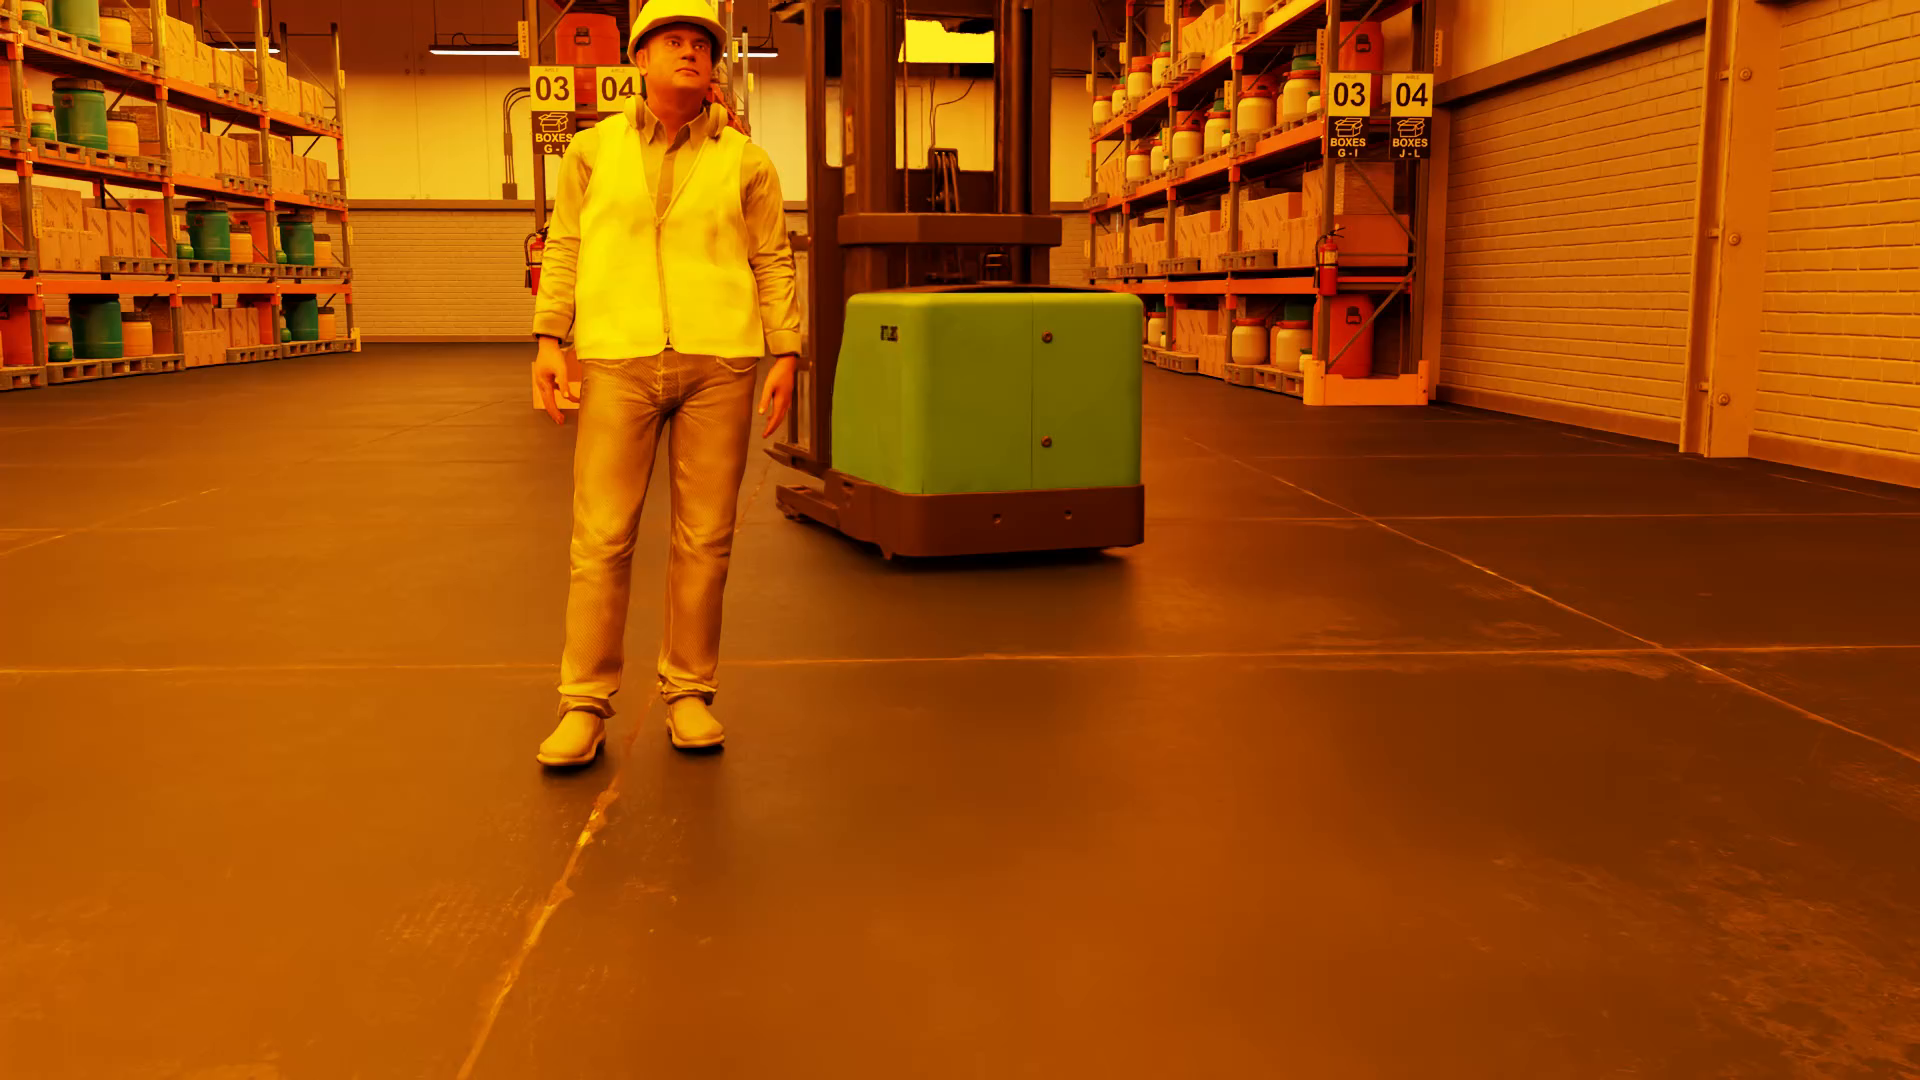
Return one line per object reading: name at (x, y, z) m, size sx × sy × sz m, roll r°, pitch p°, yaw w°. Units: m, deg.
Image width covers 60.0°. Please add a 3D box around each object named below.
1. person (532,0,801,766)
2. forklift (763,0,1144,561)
person at (-0.686, -0.399, 3.907) m, size 0.634 × 1.776 × 0.565 m, roll -1°, pitch 9°, yaw -10°
forklift at (-0.242, -1.544, 7.727) m, size 1.130 × 2.935 × 3.031 m, roll -3°, pitch 9°, yaw -20°
